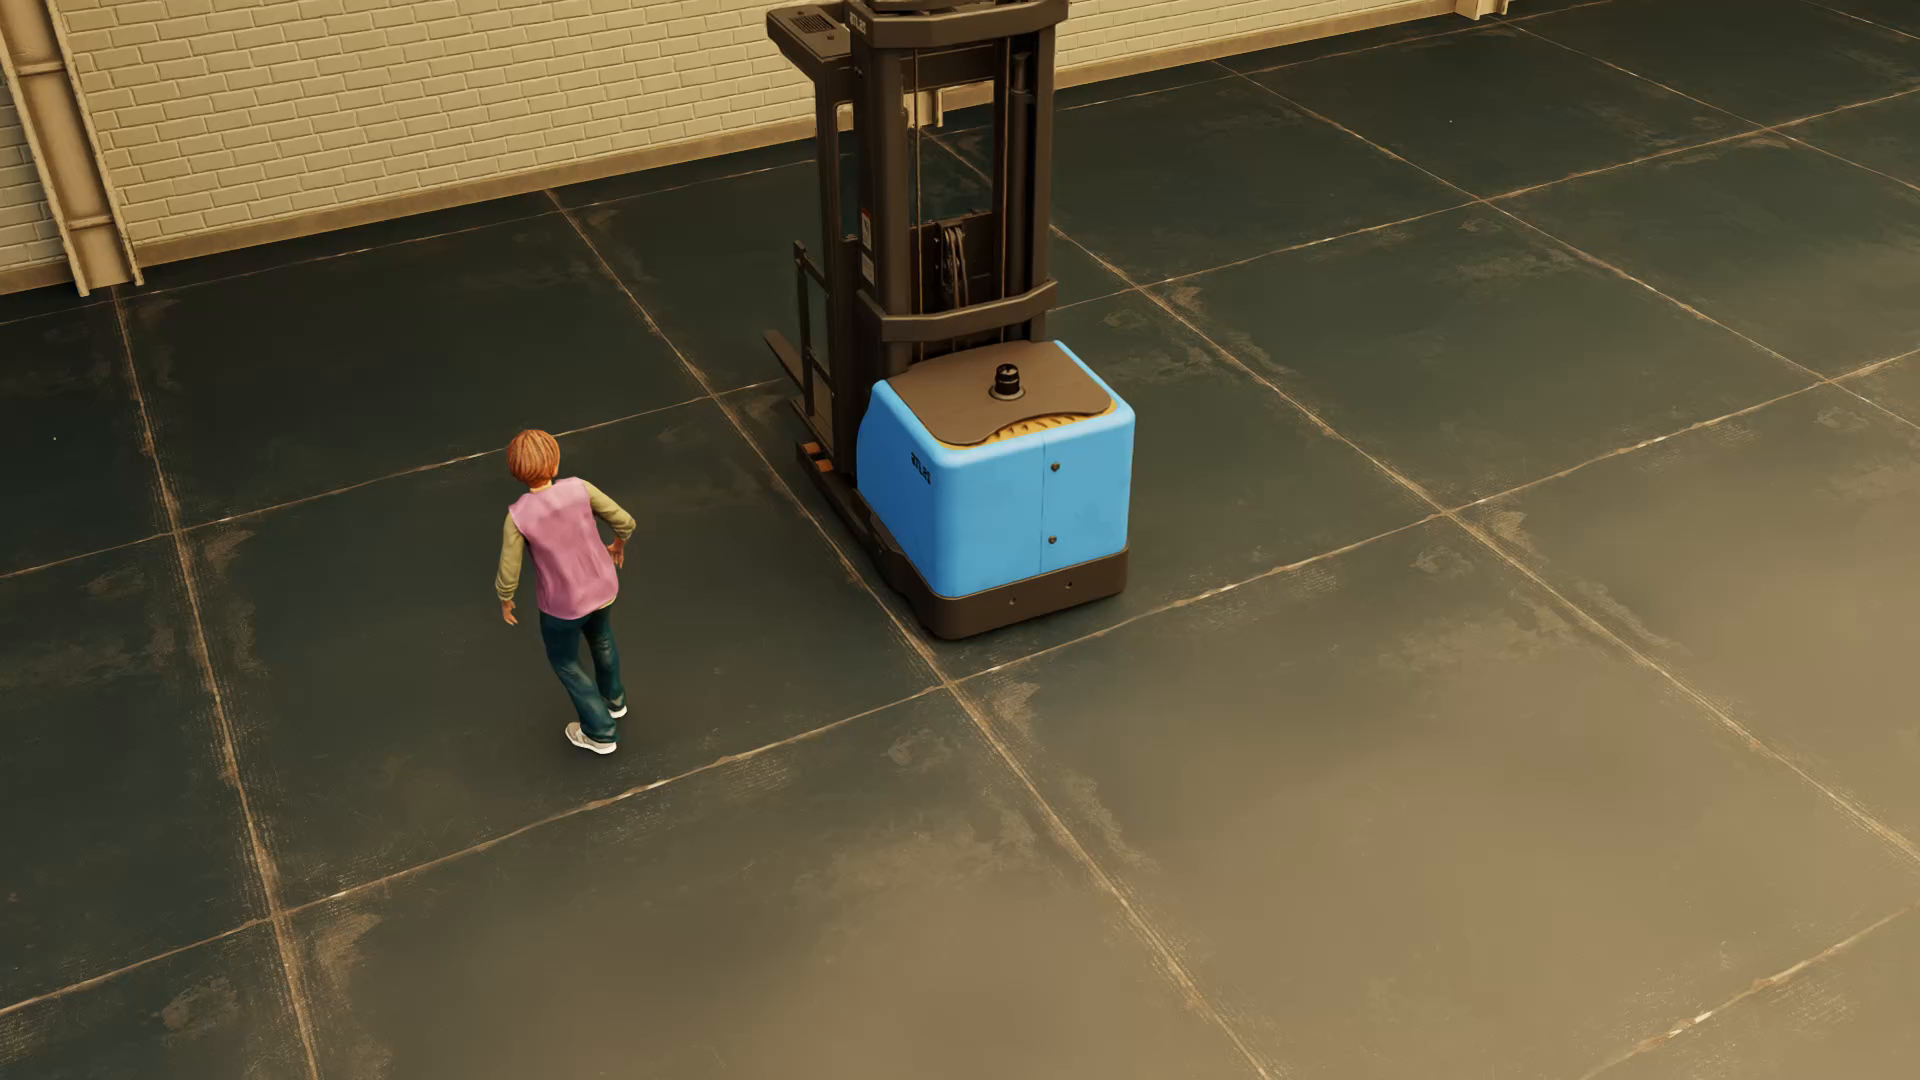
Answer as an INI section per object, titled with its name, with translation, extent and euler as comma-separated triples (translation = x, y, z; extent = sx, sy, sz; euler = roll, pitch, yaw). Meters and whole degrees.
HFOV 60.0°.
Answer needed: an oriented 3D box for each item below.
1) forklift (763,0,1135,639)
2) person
[forklift]
translation = -0.251, -1.567, 8.339
extent = 1.130, 2.935, 3.031
euler = -15, 38, -20
[person]
translation = -1.669, 0.219, 6.995
extent = 0.617, 1.576, 0.451
euler = -29, 44, -34
